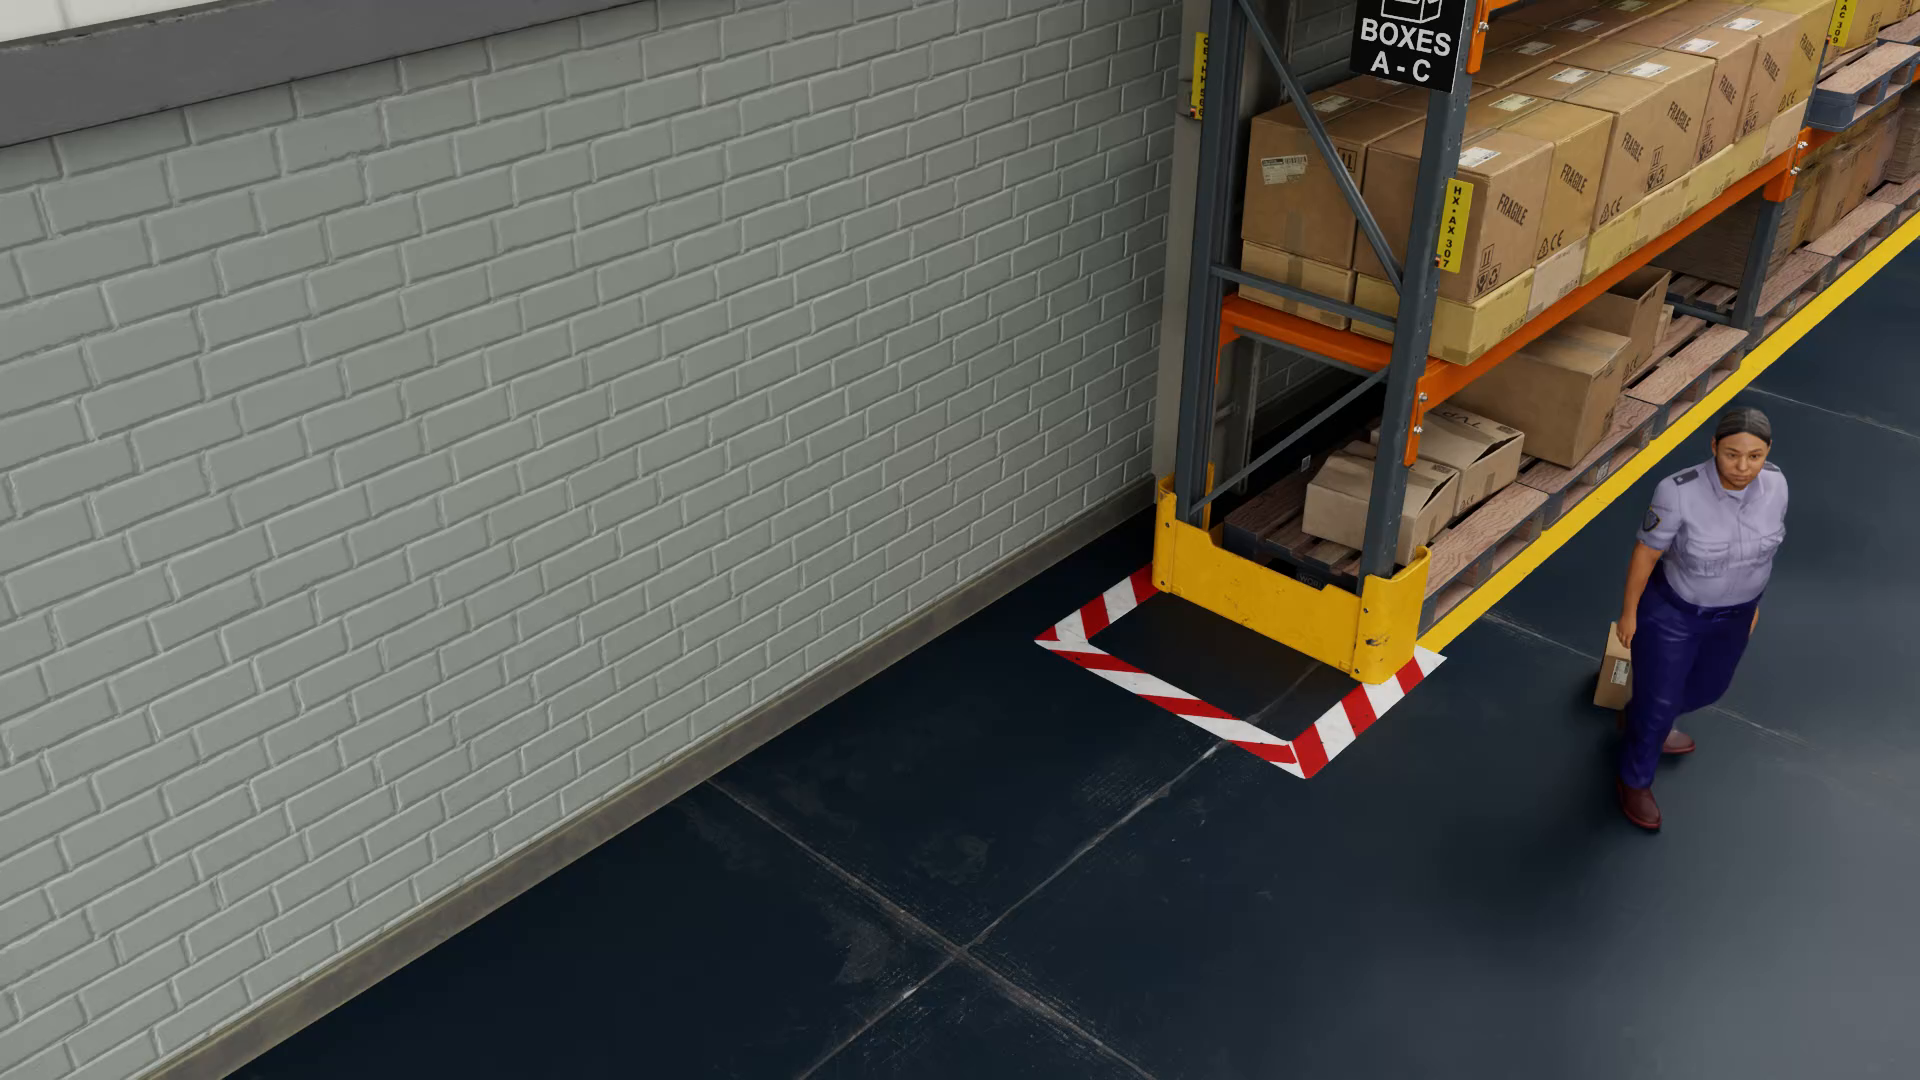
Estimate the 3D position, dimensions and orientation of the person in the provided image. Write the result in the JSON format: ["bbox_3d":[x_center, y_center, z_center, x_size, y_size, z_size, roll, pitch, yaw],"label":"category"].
[{"bbox_3d":[2.537,0.205,5.817,0.549,1.633,0.558,-6,32,-9],"label":"person"}]
